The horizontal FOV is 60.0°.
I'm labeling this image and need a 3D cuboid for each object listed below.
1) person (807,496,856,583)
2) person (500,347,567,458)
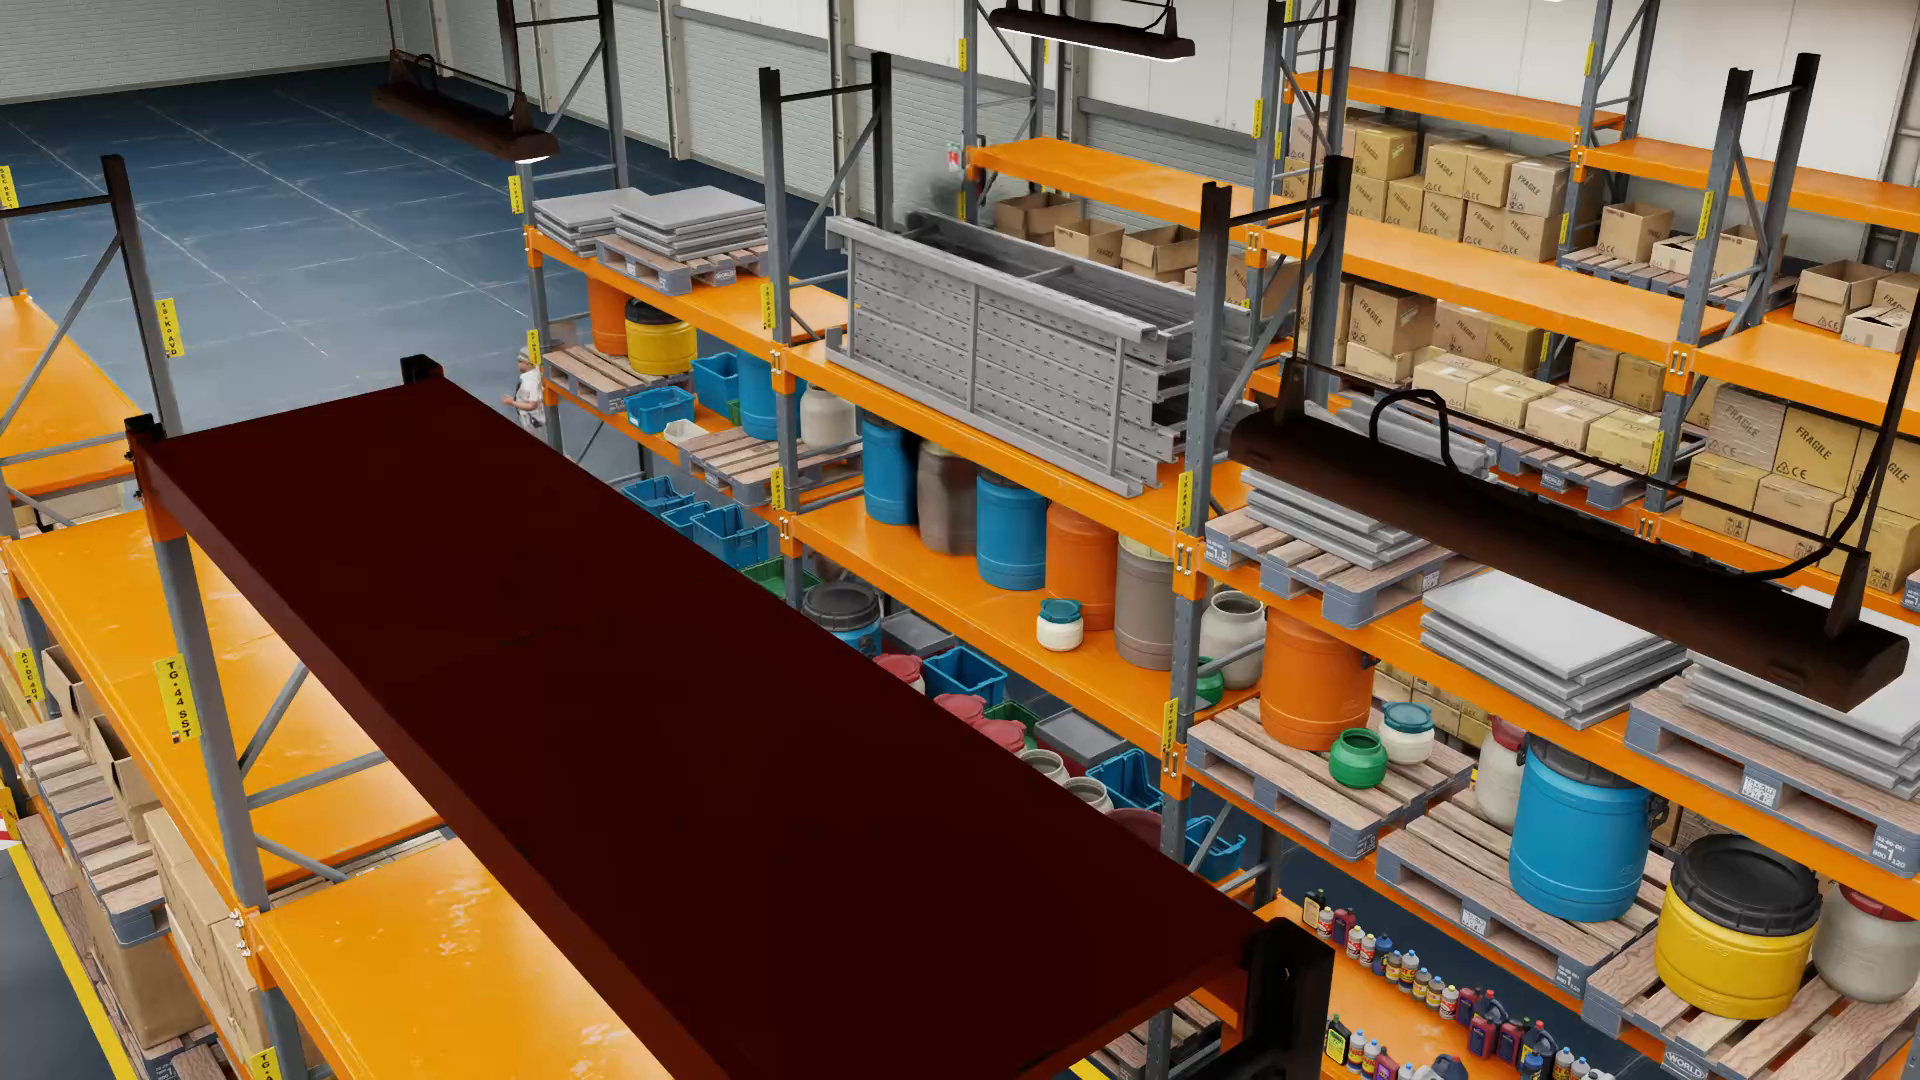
[{"bbox_3d":[-1.174,0.151,16.019,0.668,1.683,0.741,-22,34,-38],"label":"person"},{"bbox_3d":[-4.780,-1.309,18.970,0.811,1.856,0.629,-5,26,-11],"label":"person"}]
